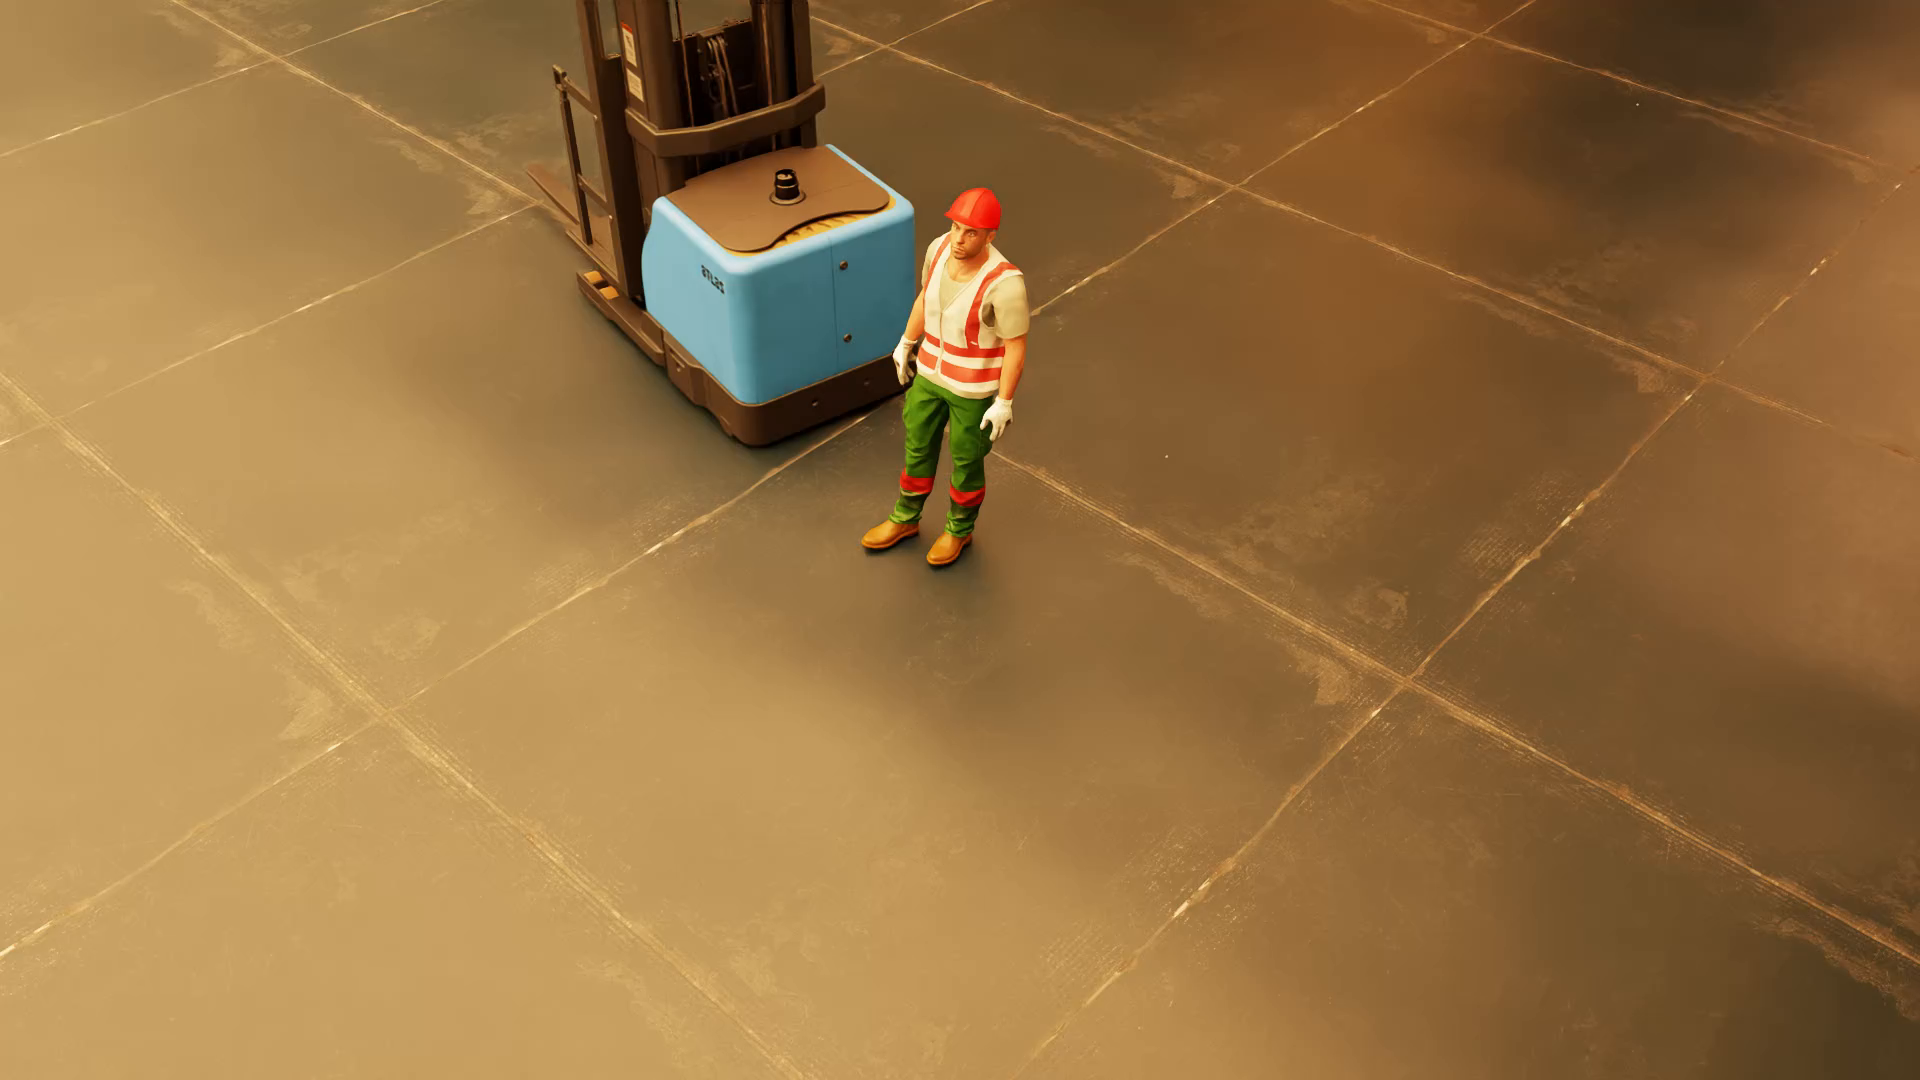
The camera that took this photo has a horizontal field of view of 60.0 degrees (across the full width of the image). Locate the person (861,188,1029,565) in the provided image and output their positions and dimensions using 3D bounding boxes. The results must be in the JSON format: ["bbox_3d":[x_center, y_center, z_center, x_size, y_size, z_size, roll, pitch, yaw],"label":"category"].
[{"bbox_3d":[-0.062,-0.650,7.052,0.638,1.789,0.562,31,49,31],"label":"person"}]

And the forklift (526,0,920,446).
[{"bbox_3d":[-1.457,-2.493,8.334,1.130,2.935,3.031,-24,46,-26],"label":"forklift"}]
